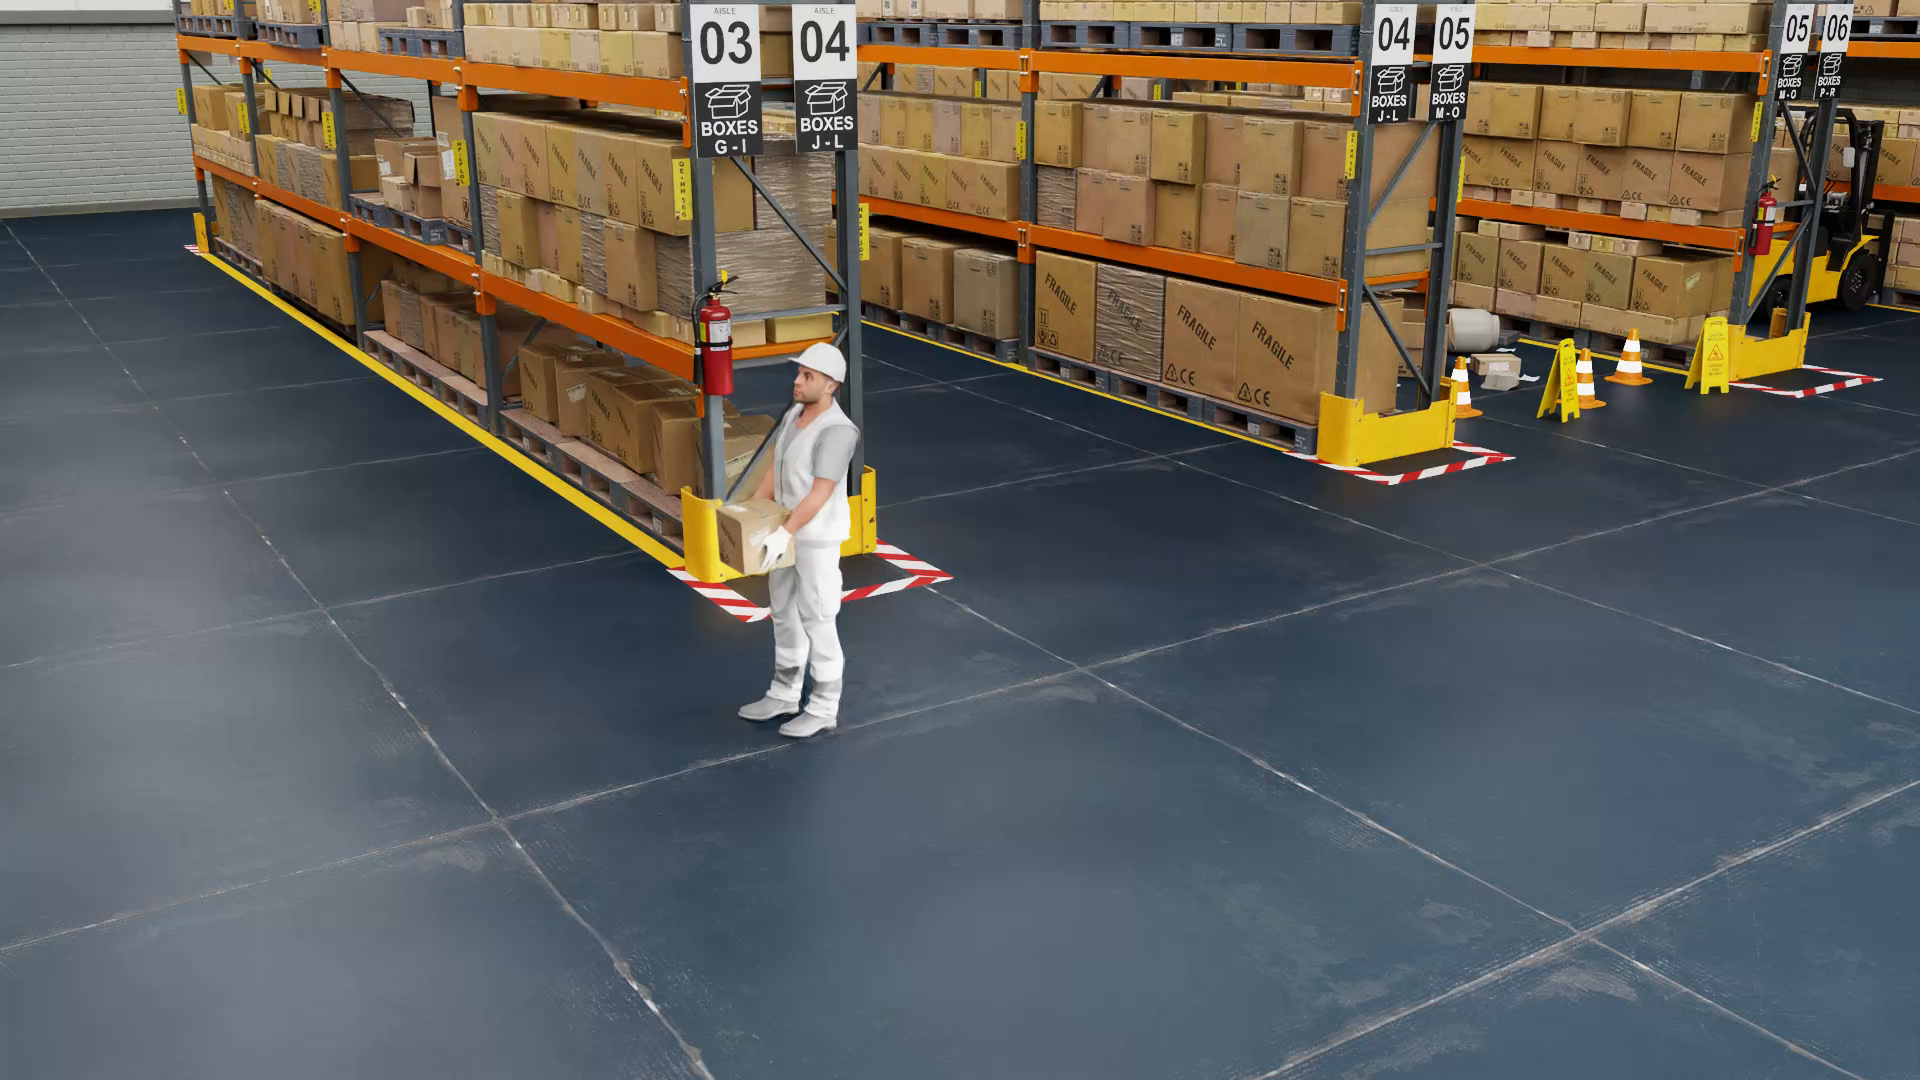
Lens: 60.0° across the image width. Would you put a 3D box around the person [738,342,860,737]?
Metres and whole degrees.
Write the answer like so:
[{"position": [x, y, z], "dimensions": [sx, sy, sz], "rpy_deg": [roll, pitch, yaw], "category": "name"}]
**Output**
[{"position": [-0.745, 0.013, 7.467], "dimensions": [0.538, 1.793, 0.522], "rpy_deg": [-11, 21, -31], "category": "person"}]
